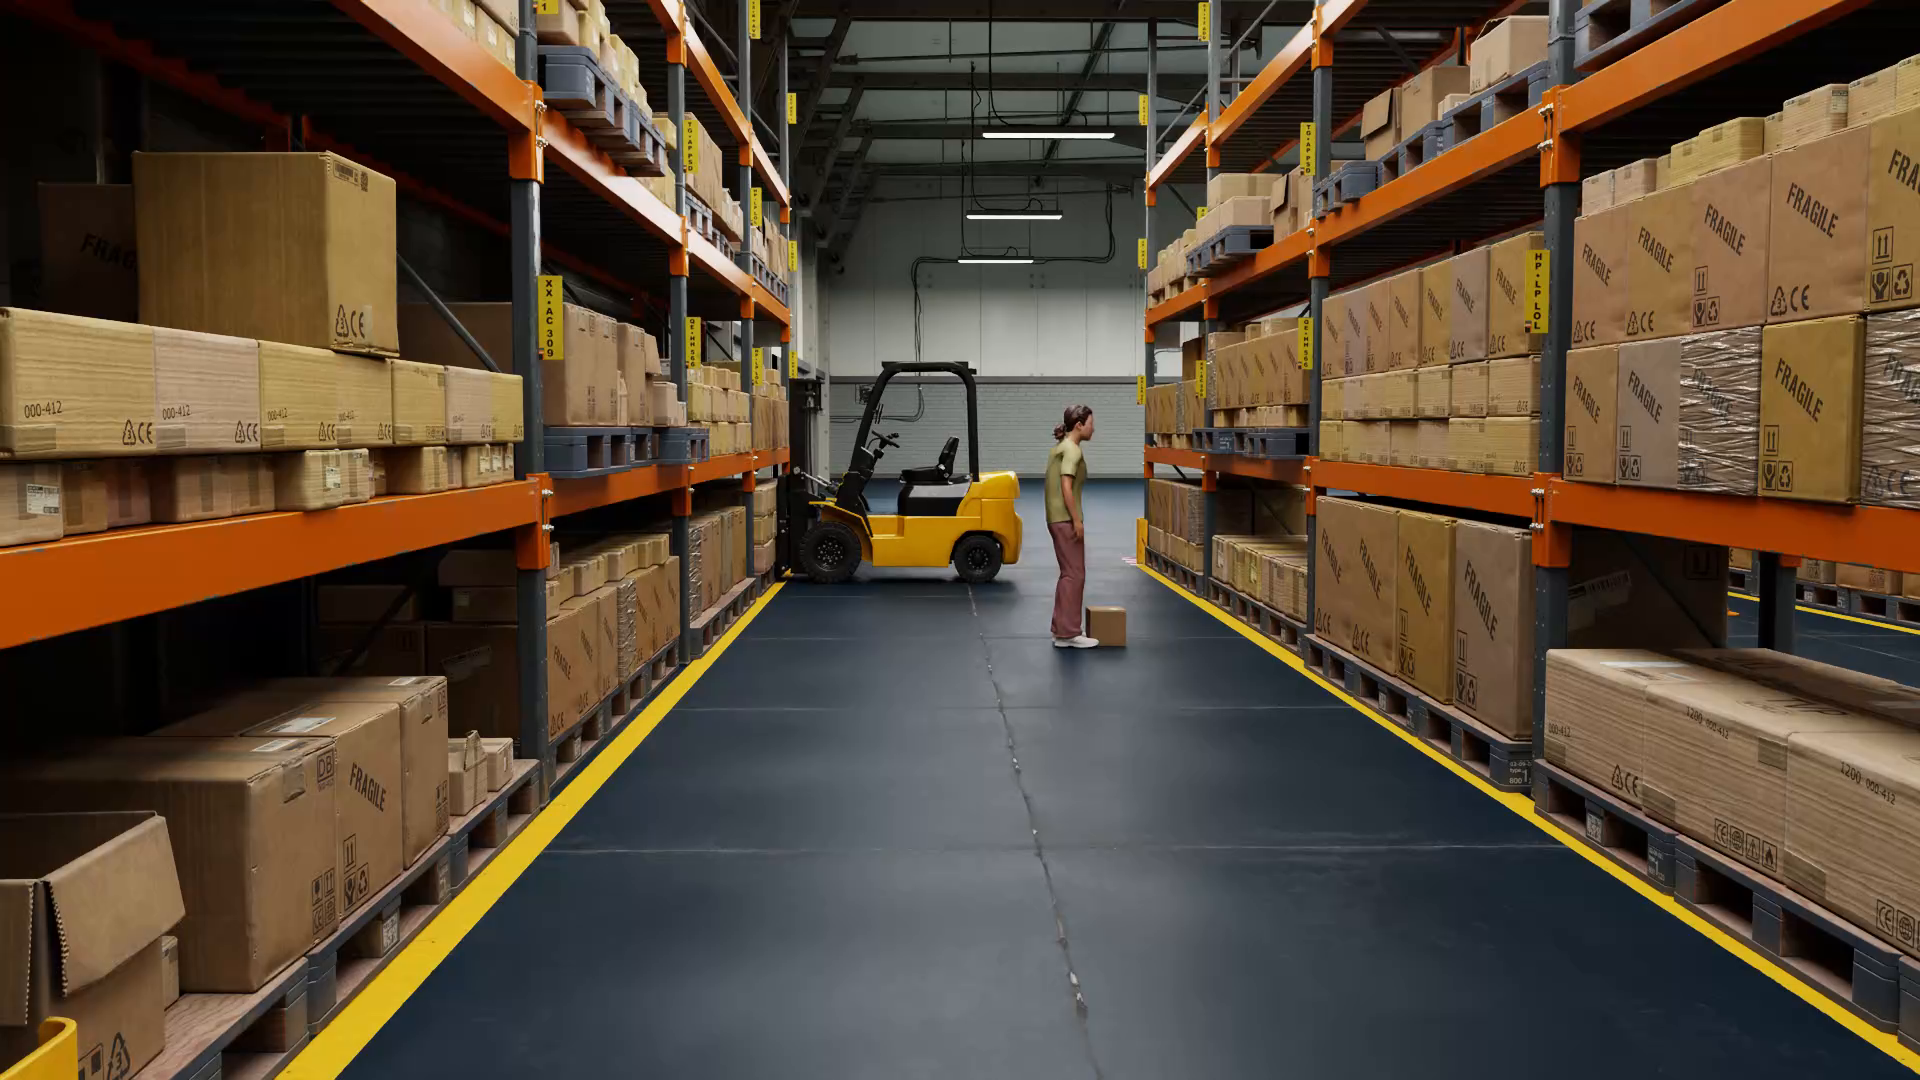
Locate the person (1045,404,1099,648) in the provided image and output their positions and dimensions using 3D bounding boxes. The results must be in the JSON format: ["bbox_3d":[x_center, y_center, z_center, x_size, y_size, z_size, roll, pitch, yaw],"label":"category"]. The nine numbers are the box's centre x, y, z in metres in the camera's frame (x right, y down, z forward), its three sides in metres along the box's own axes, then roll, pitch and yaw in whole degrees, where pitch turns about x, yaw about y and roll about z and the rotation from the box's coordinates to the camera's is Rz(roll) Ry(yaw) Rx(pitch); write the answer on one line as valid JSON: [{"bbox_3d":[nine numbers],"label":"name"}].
[{"bbox_3d":[0.774,-0.107,11.556,0.355,1.673,0.516,0,4,-4],"label":"person"}]
